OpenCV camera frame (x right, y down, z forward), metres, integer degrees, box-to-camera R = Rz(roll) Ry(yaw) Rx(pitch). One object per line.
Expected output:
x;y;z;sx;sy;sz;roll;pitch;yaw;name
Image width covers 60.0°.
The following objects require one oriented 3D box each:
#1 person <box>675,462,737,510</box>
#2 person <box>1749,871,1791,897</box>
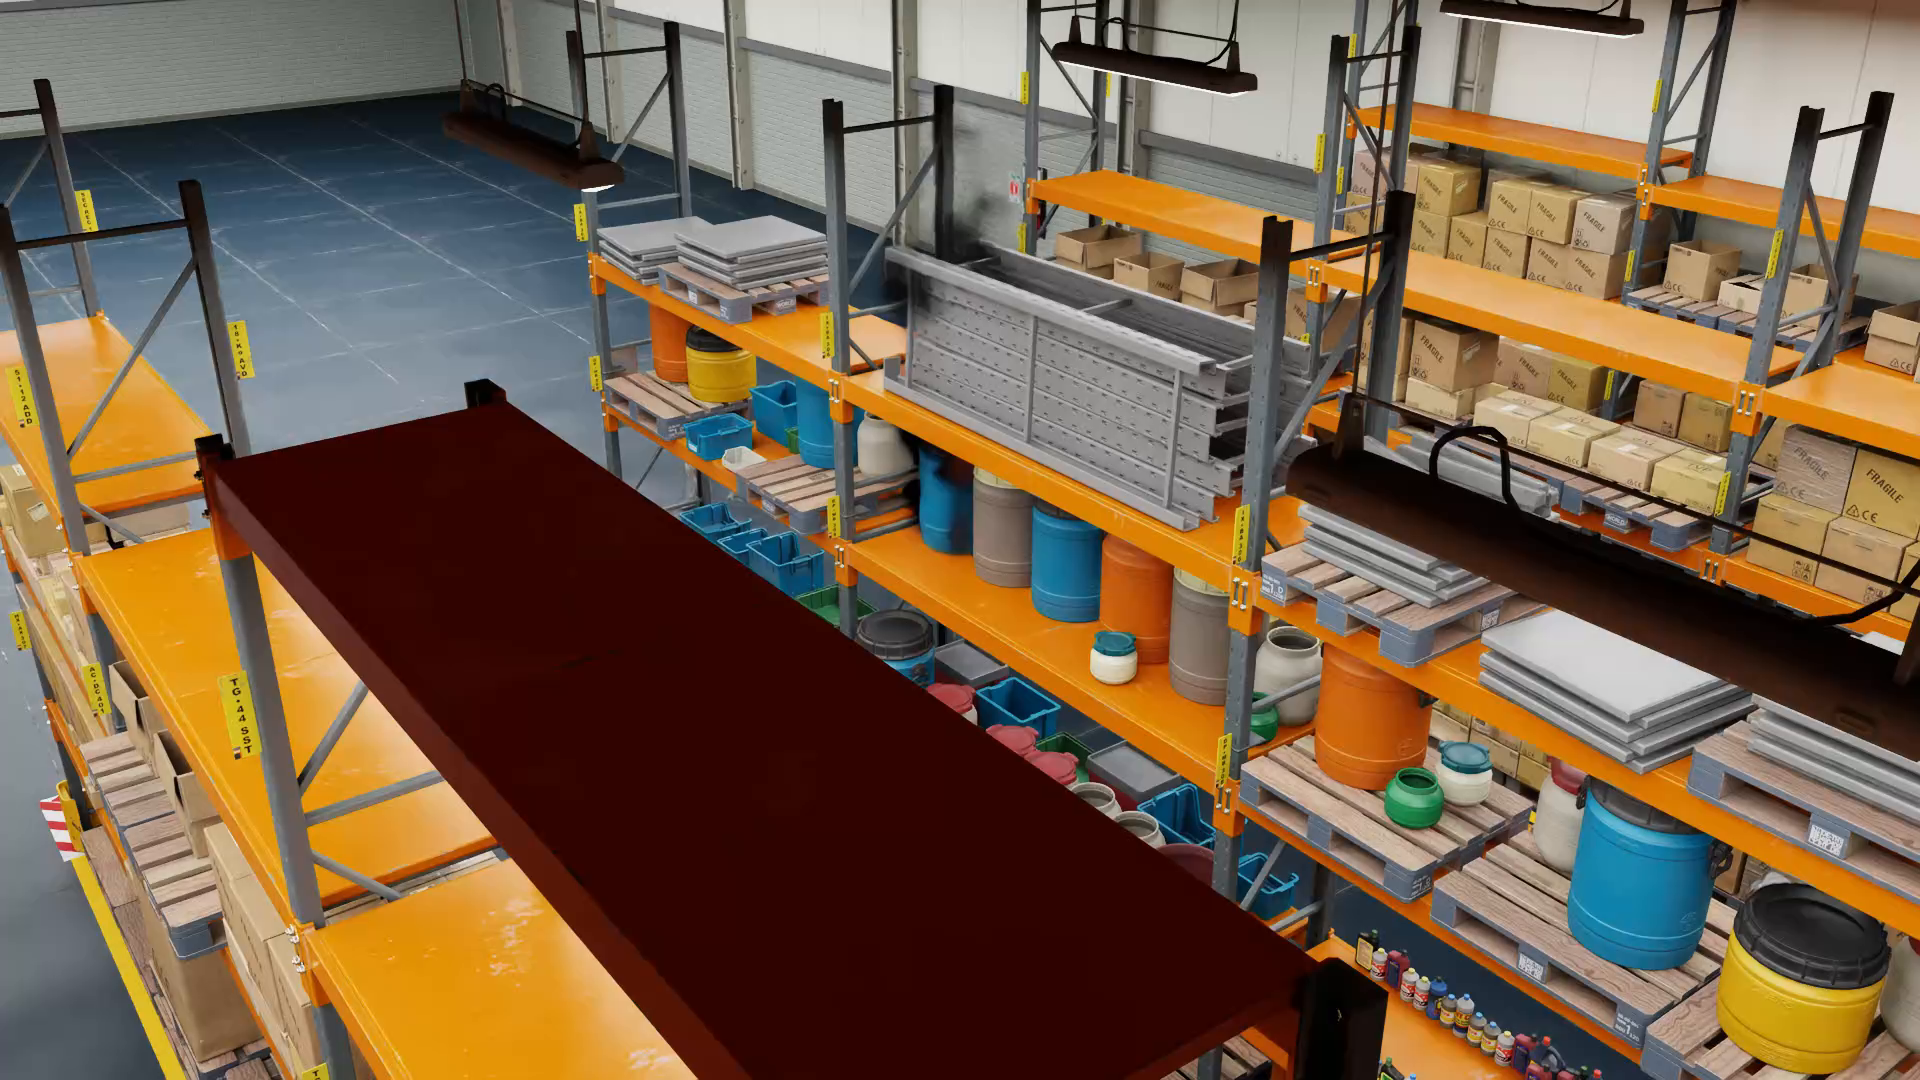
-2.976;-1.143;19.453;0.860;1.710;0.603;-2;25;-4;person
5.069;2.876;10.703;0.664;1.722;0.624;-21;32;-38;person
